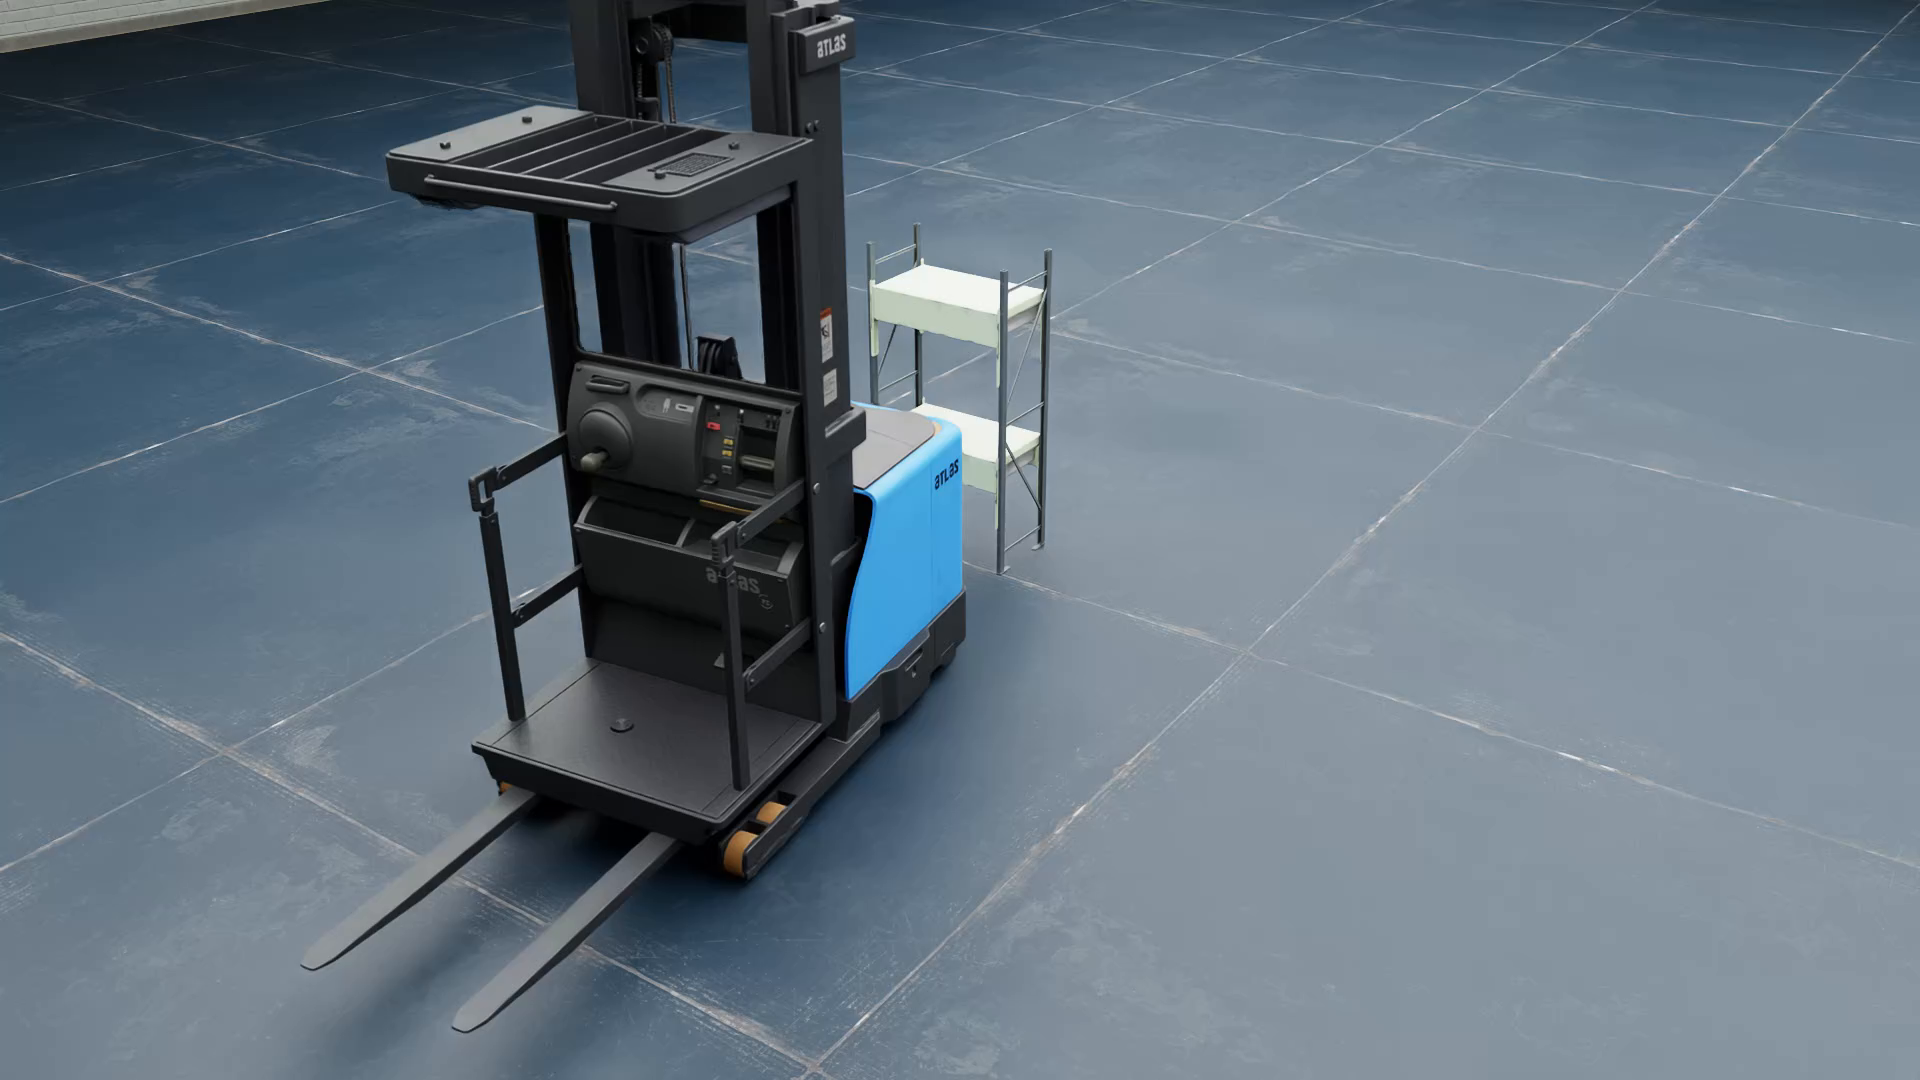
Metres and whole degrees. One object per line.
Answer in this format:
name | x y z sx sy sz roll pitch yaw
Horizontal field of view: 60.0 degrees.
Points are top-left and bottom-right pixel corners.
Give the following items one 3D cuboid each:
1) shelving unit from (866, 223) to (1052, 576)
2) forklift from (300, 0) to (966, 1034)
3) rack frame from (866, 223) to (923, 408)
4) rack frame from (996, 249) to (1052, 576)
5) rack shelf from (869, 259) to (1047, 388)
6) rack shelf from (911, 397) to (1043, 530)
shelving unit | -0.006 -0.670 7.913 0.755 1.500 0.431 17 32 30
forklift | -1.082 -0.336 5.679 1.130 2.935 3.031 13 30 23
rack frame | -0.307 -0.764 8.098 0.023 1.500 0.400 17 32 30
rack frame | 0.296 -0.576 7.729 0.023 1.500 0.400 17 32 30
rack shelf | -0.006 -1.018 7.736 0.720 0.370 0.431 17 32 30
rack shelf | -0.006 -0.380 8.061 0.720 0.370 0.431 17 32 30
